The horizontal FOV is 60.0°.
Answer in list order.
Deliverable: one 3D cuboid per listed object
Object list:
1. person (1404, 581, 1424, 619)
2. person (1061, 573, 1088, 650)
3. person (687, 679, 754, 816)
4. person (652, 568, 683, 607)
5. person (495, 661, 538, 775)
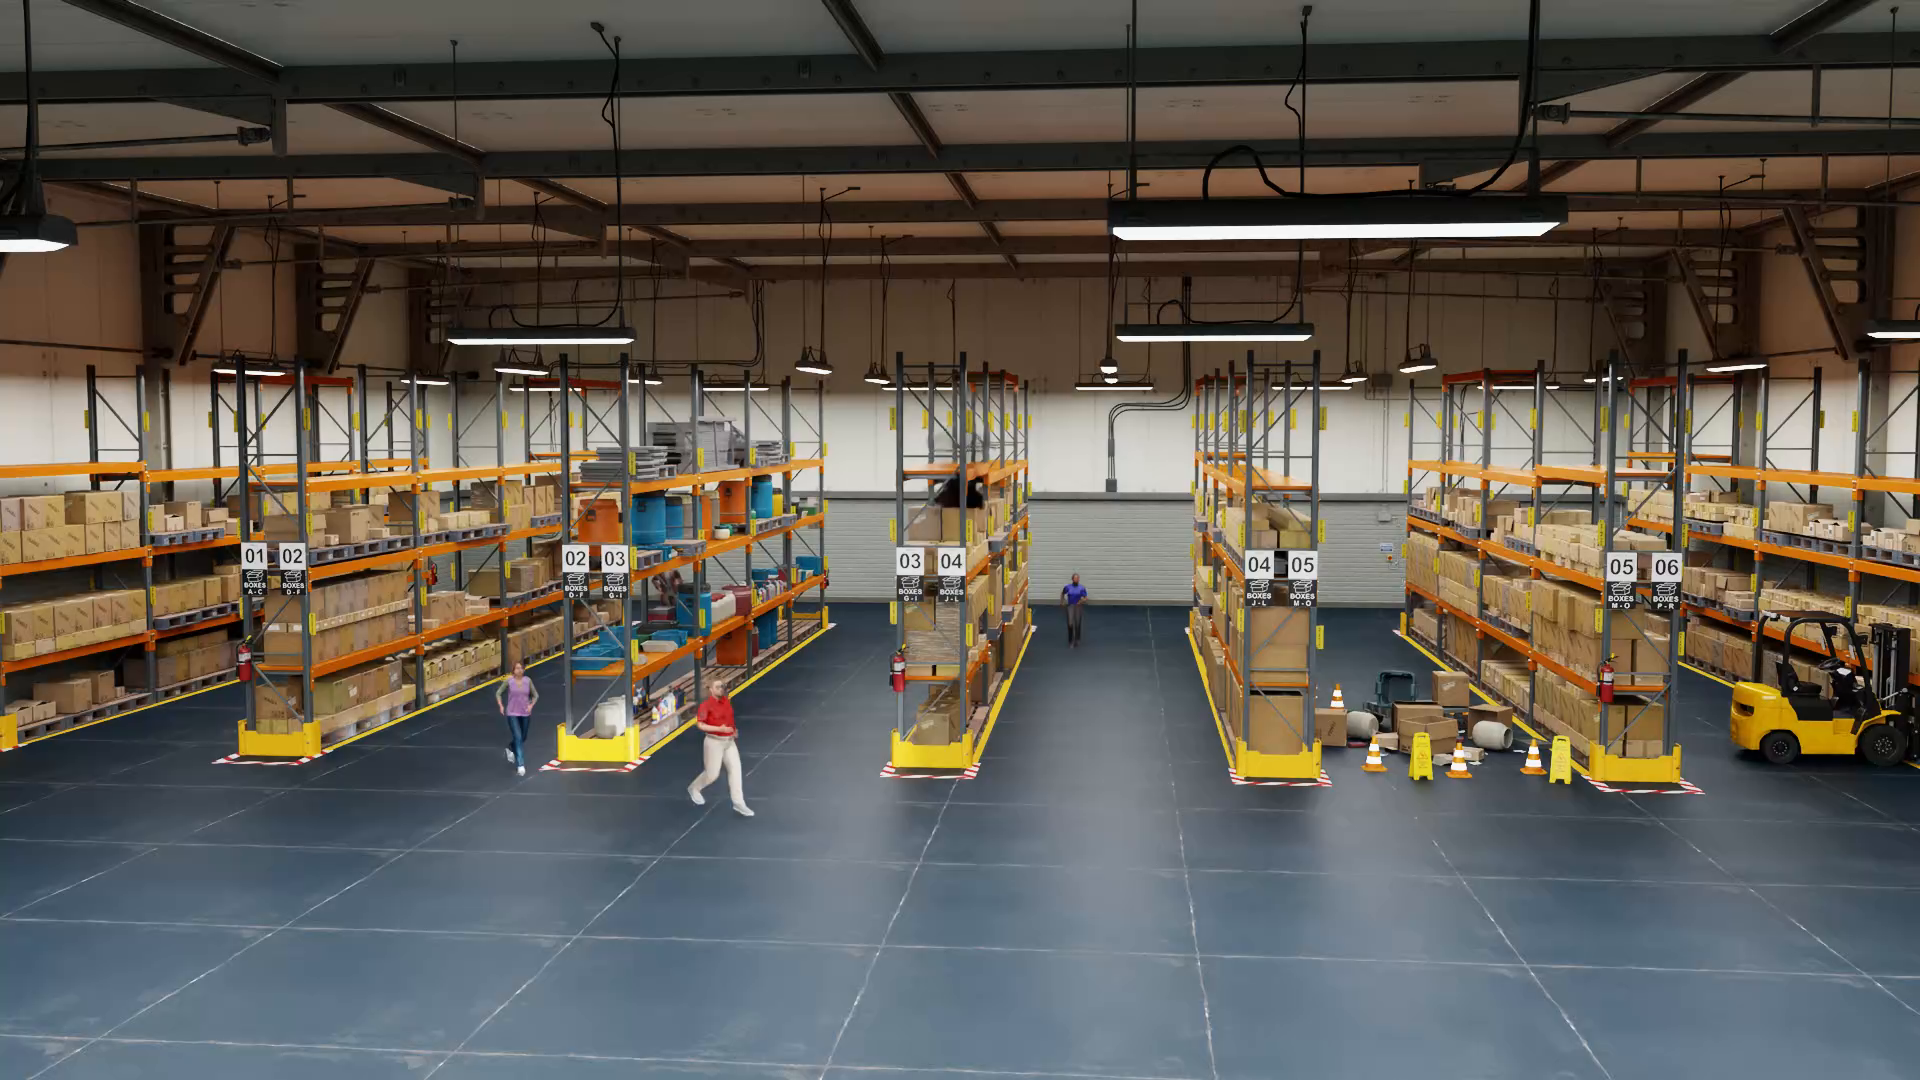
[{"bbox_3d":[11.139,1.311,40.400,0.702,1.703,0.772,1,4,16],"label":"person"},{"bbox_3d":[2.533,1.588,36.739,0.588,1.714,0.714,0,4,1],"label":"person"},{"bbox_3d":[-3.063,2.629,21.268,1.032,1.711,0.675,3,5,40],"label":"person"},{"bbox_3d":[-6.957,1.366,39.626,0.713,1.690,0.729,-1,4,-15],"label":"person"},{"bbox_3d":[-6.350,2.534,23.880,0.571,1.605,0.775,-3,5,-34],"label":"person"}]
